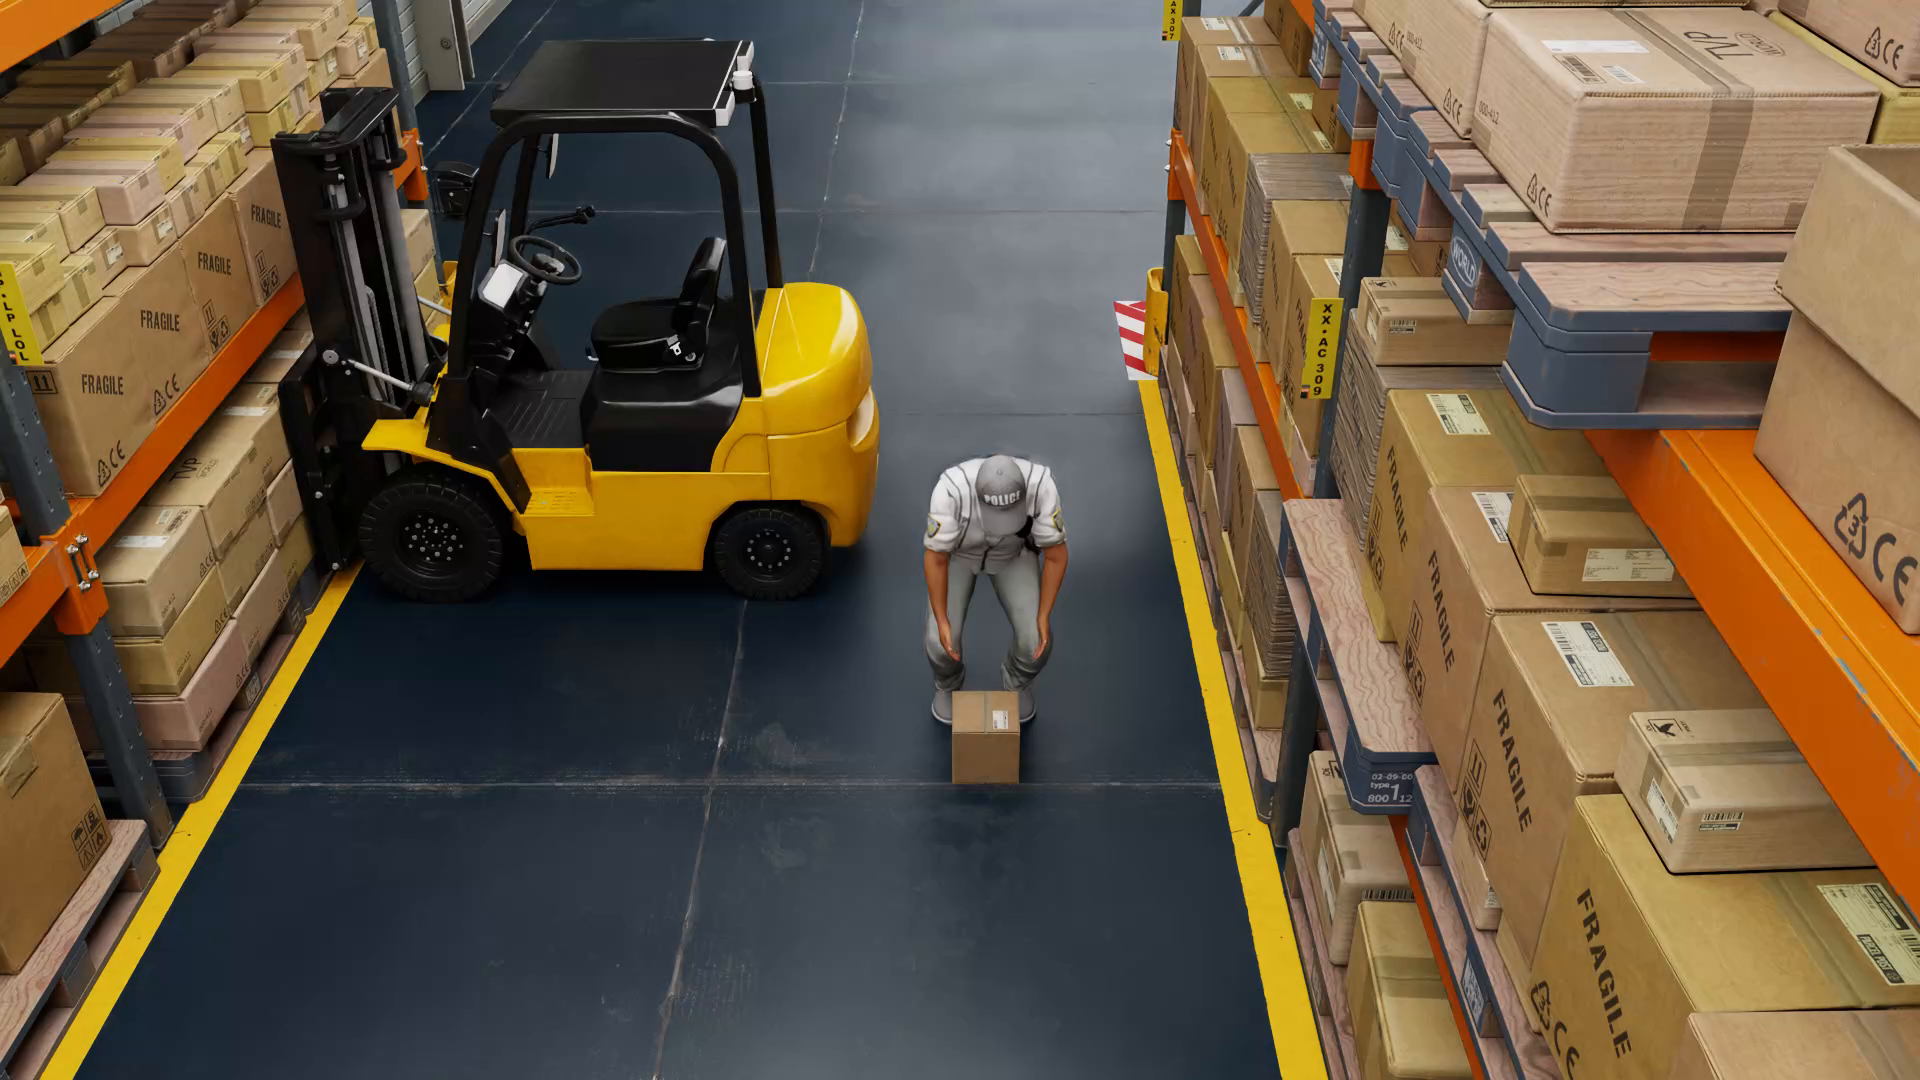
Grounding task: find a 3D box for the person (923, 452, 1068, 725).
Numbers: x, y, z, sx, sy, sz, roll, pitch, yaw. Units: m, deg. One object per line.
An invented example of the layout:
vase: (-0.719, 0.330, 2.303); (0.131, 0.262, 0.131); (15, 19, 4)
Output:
person: (0.128, 0.137, 6.272); (0.537, 1.294, 0.774); (-1, 32, -1)
